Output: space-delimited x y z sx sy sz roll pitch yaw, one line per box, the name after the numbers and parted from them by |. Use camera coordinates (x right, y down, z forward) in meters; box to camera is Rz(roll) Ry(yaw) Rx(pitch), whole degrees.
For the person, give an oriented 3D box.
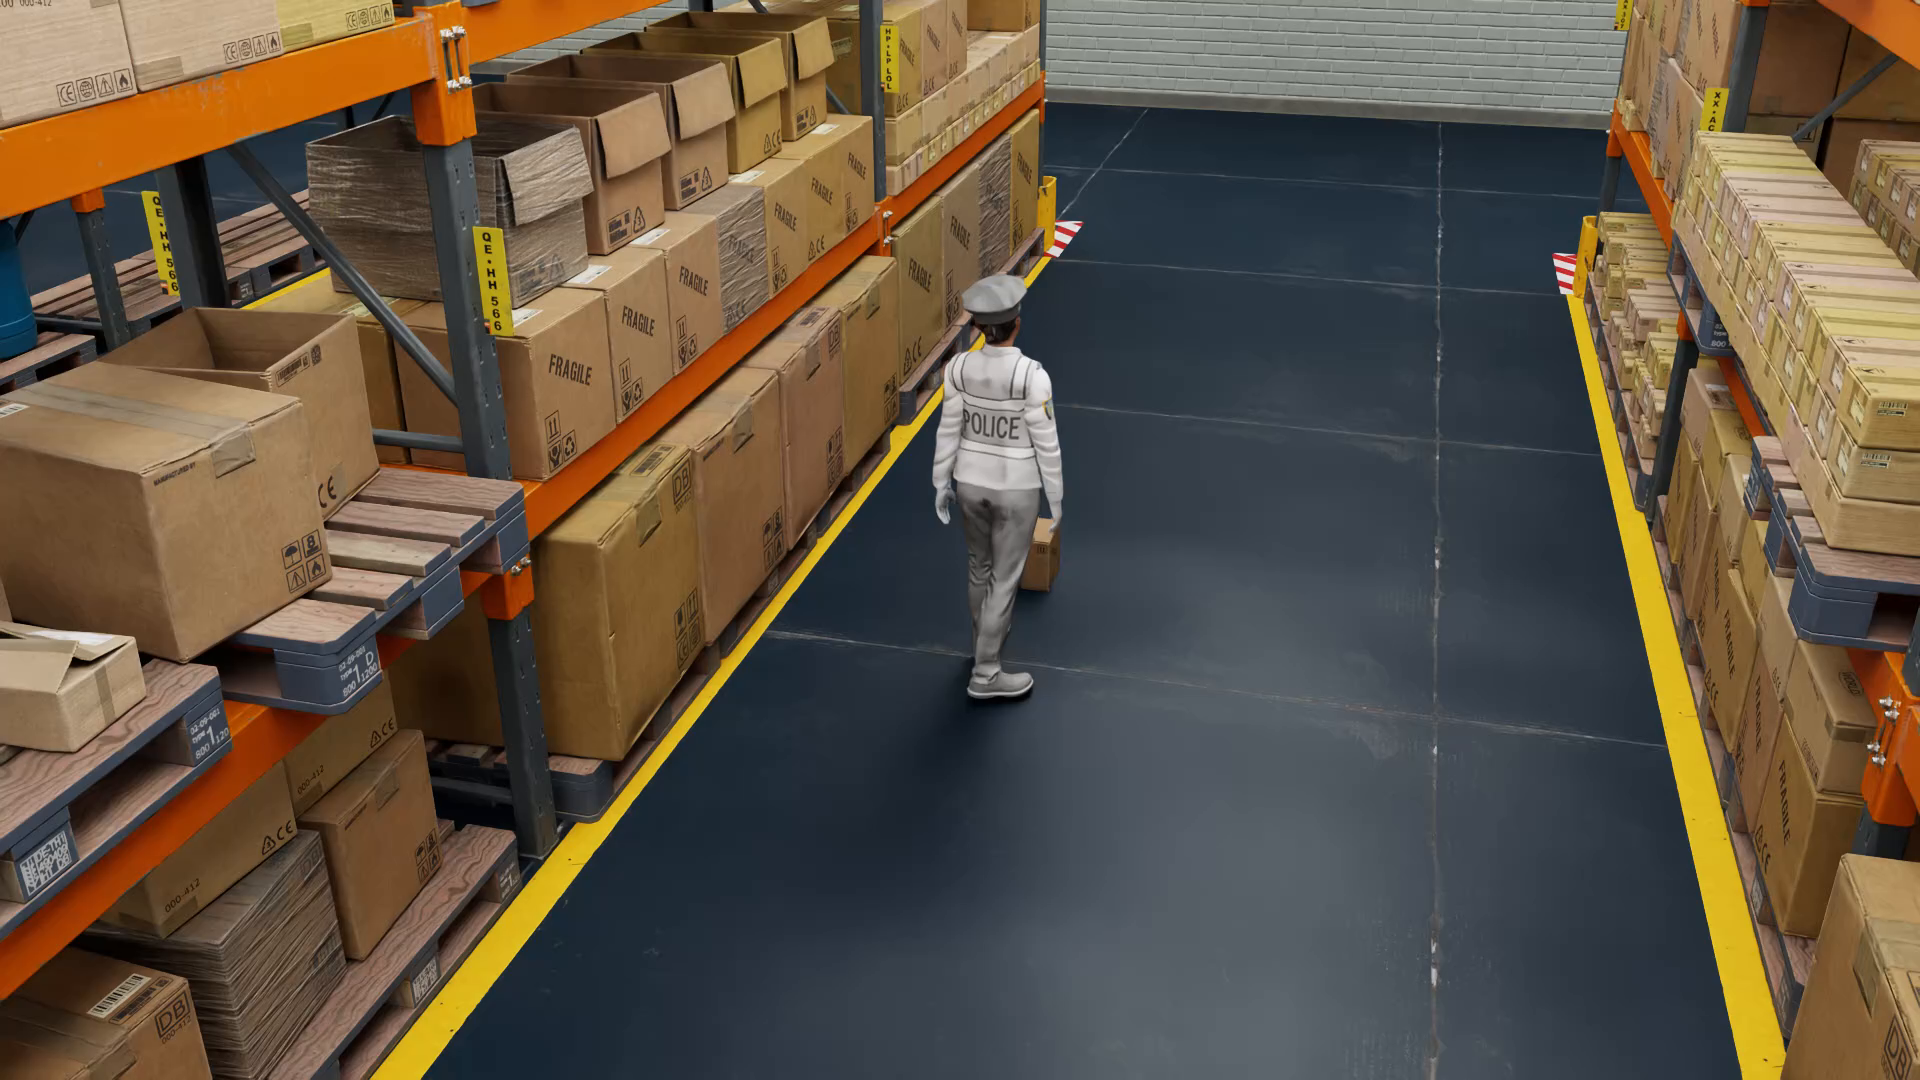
0.189 -0.223 6.543 0.520 1.663 0.642 14 29 27 | person
